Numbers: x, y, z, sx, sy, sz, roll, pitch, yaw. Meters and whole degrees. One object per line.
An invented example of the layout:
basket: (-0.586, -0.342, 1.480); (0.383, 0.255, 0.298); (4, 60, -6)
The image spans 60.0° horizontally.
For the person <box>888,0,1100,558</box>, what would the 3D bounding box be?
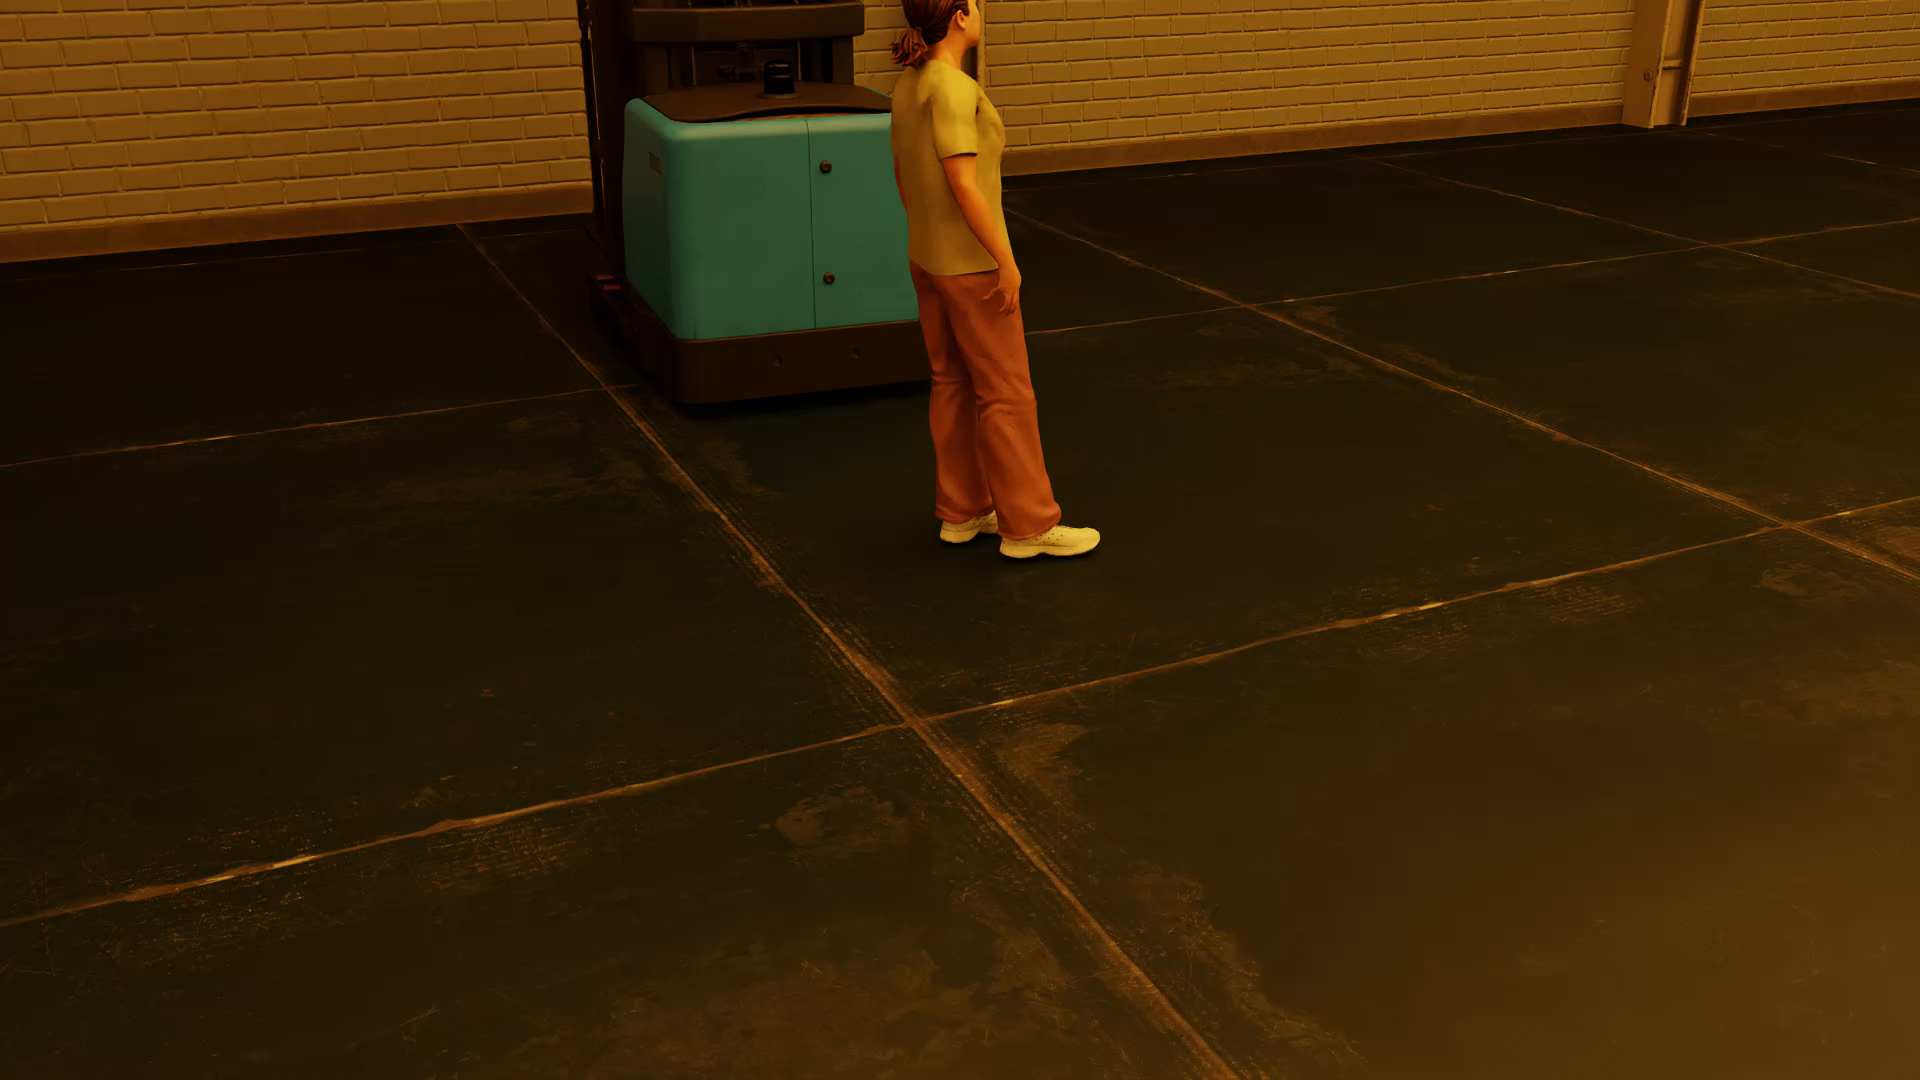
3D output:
person: (0.072, -0.789, 4.801); (0.548, 1.674, 0.552); (-10, 25, -23)

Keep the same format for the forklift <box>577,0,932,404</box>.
forklift: (-1.068, -2.389, 7.036); (1.130, 2.935, 3.031); (-8, 24, -19)
